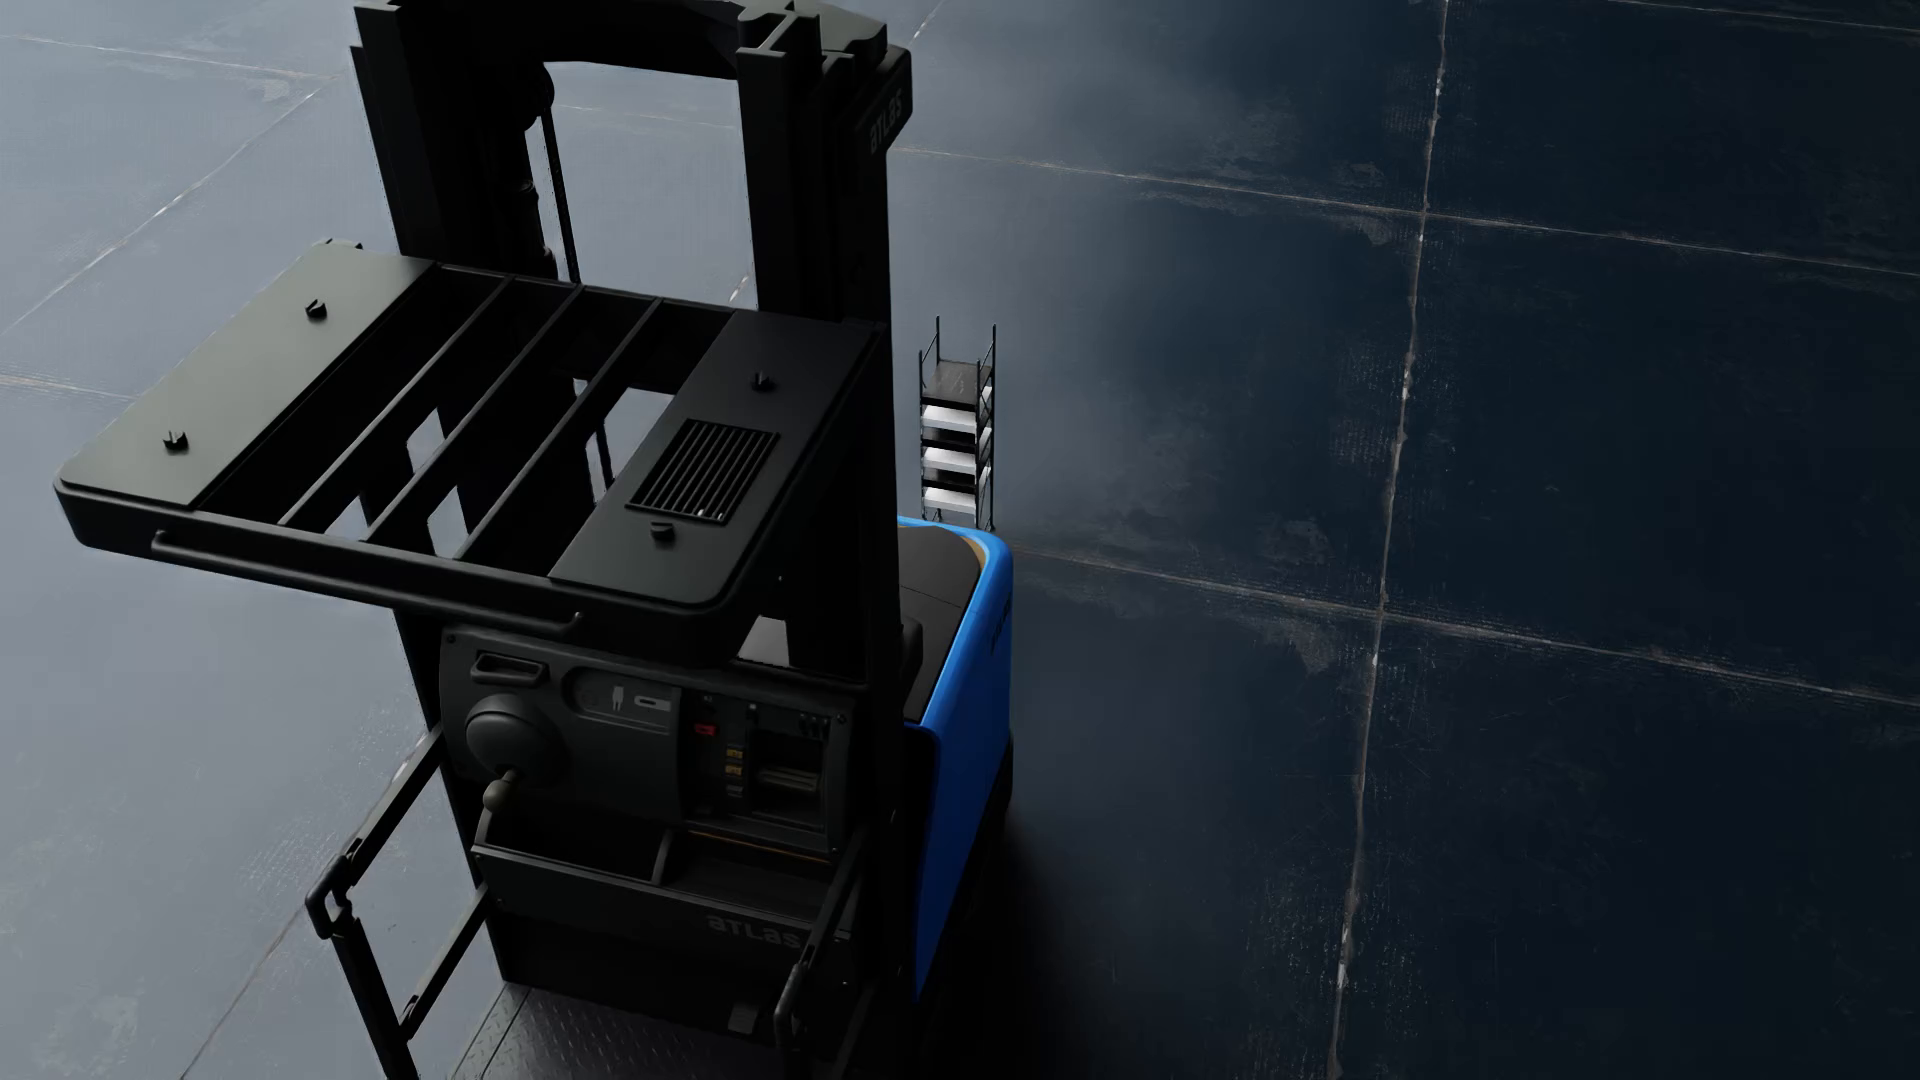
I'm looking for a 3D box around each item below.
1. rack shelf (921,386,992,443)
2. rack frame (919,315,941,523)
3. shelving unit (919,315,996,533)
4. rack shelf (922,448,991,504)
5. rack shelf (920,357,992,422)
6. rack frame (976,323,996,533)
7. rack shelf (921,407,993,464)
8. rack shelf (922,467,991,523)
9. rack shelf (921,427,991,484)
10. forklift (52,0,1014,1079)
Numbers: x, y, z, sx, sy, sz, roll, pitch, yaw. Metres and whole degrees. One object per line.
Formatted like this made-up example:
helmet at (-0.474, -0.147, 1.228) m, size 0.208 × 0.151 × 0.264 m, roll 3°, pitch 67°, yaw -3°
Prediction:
rack shelf at (-0.008, -0.458, 5.868) m, size 0.200 × 0.077 × 0.258 m, roll 10°, pitch 41°, yaw 11°
rack frame at (-0.106, -0.363, 5.982) m, size 0.006 × 0.900 × 0.240 m, roll 10°, pitch 41°, yaw 11°
shelving unit at (-0.008, -0.346, 5.962) m, size 0.210 × 0.900 × 0.258 m, roll 10°, pitch 41°, yaw 11°
rack shelf at (-0.008, -0.252, 6.042) m, size 0.200 × 0.077 × 0.258 m, roll 10°, pitch 41°, yaw 11°
rack shelf at (-0.008, -0.527, 5.810) m, size 0.200 × 0.077 × 0.258 m, roll 10°, pitch 41°, yaw 11°
rack frame at (0.090, -0.329, 5.942) m, size 0.006 × 0.900 × 0.240 m, roll 10°, pitch 41°, yaw 11°
rack shelf at (-0.008, -0.389, 5.926) m, size 0.200 × 0.077 × 0.258 m, roll 10°, pitch 41°, yaw 11°
rack shelf at (-0.008, -0.183, 6.099) m, size 0.200 × 0.077 × 0.258 m, roll 10°, pitch 41°, yaw 11°
rack shelf at (-0.008, -0.320, 5.984) m, size 0.200 × 0.077 × 0.258 m, roll 10°, pitch 41°, yaw 11°
forklift at (-0.726, 0.515, 3.358) m, size 1.130 × 2.935 × 3.031 m, roll 10°, pitch 41°, yaw 12°
